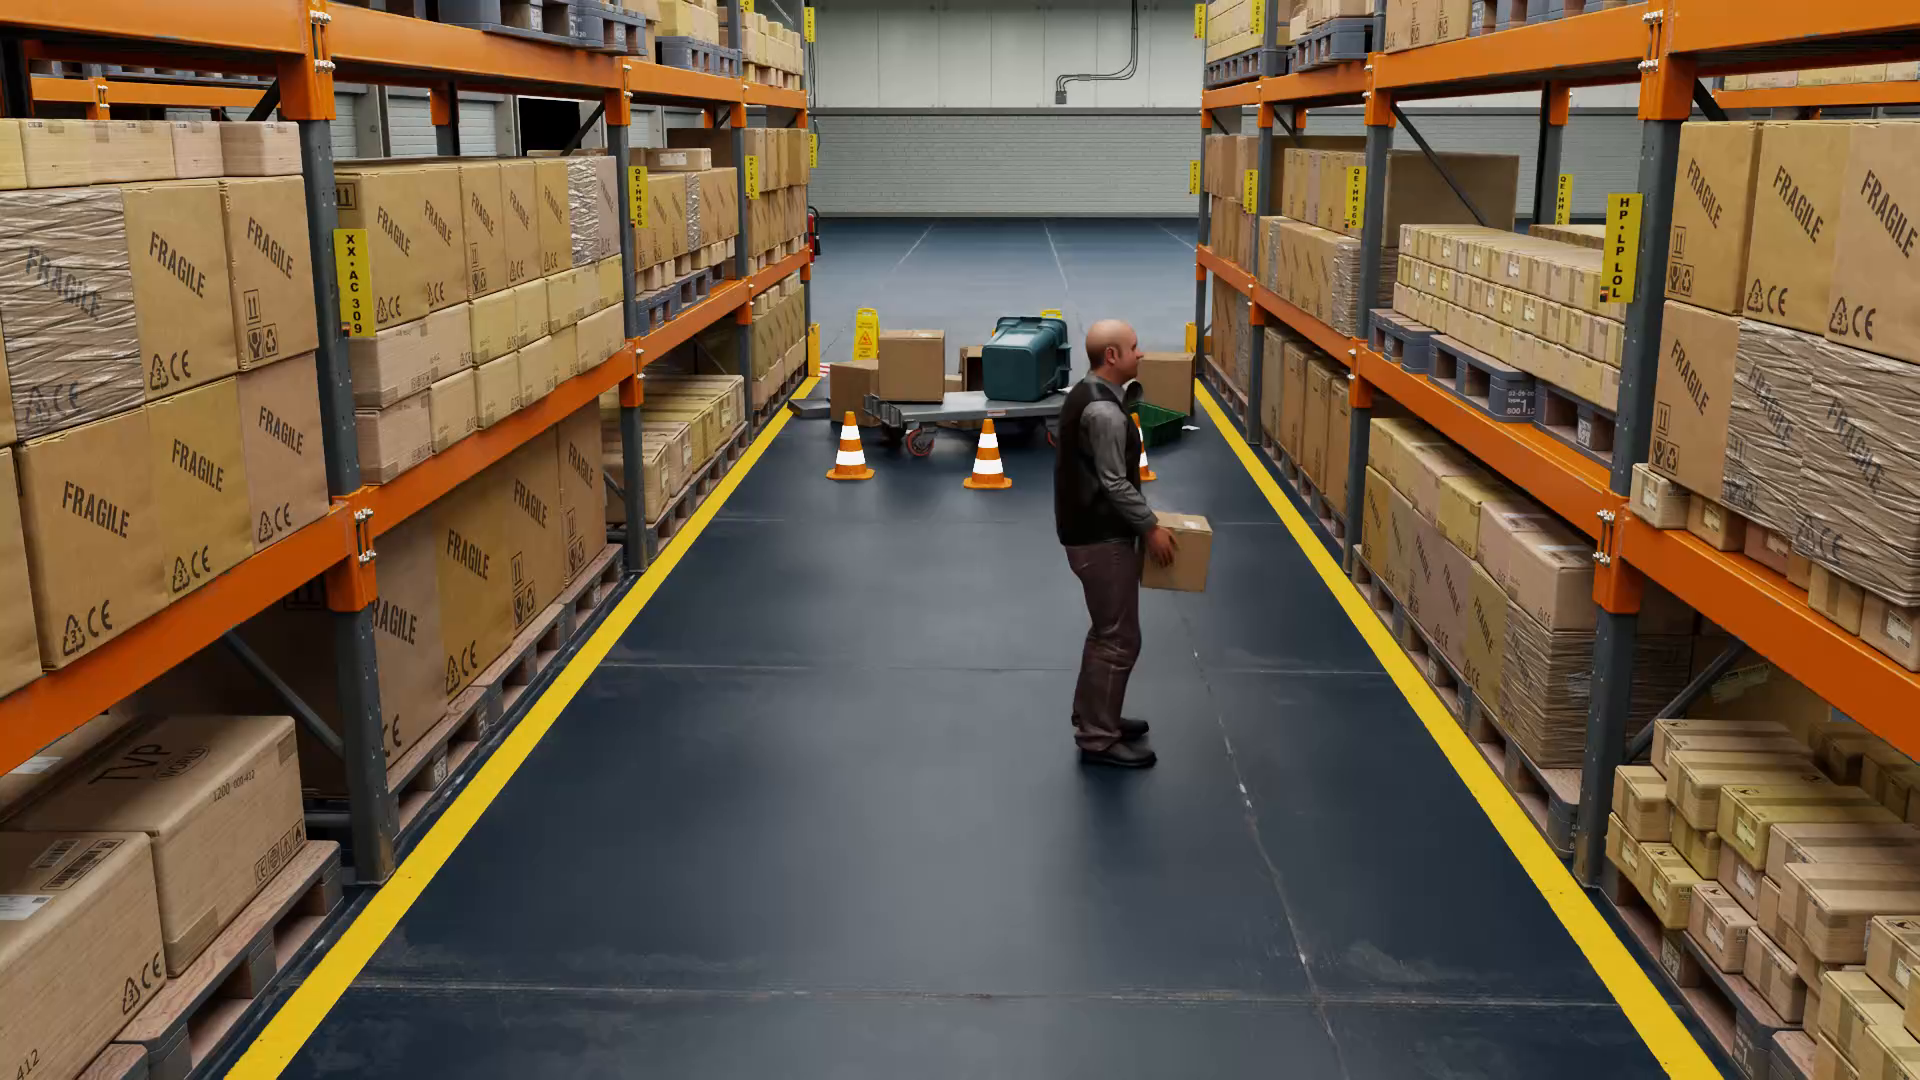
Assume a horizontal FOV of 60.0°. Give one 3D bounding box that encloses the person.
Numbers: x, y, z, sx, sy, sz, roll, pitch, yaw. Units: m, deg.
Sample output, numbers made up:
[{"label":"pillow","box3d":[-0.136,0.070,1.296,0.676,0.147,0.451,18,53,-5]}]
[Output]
[{"label":"person","box3d":[0.604,-0.002,6.542,0.482,1.728,0.544,0,14,1]}]
